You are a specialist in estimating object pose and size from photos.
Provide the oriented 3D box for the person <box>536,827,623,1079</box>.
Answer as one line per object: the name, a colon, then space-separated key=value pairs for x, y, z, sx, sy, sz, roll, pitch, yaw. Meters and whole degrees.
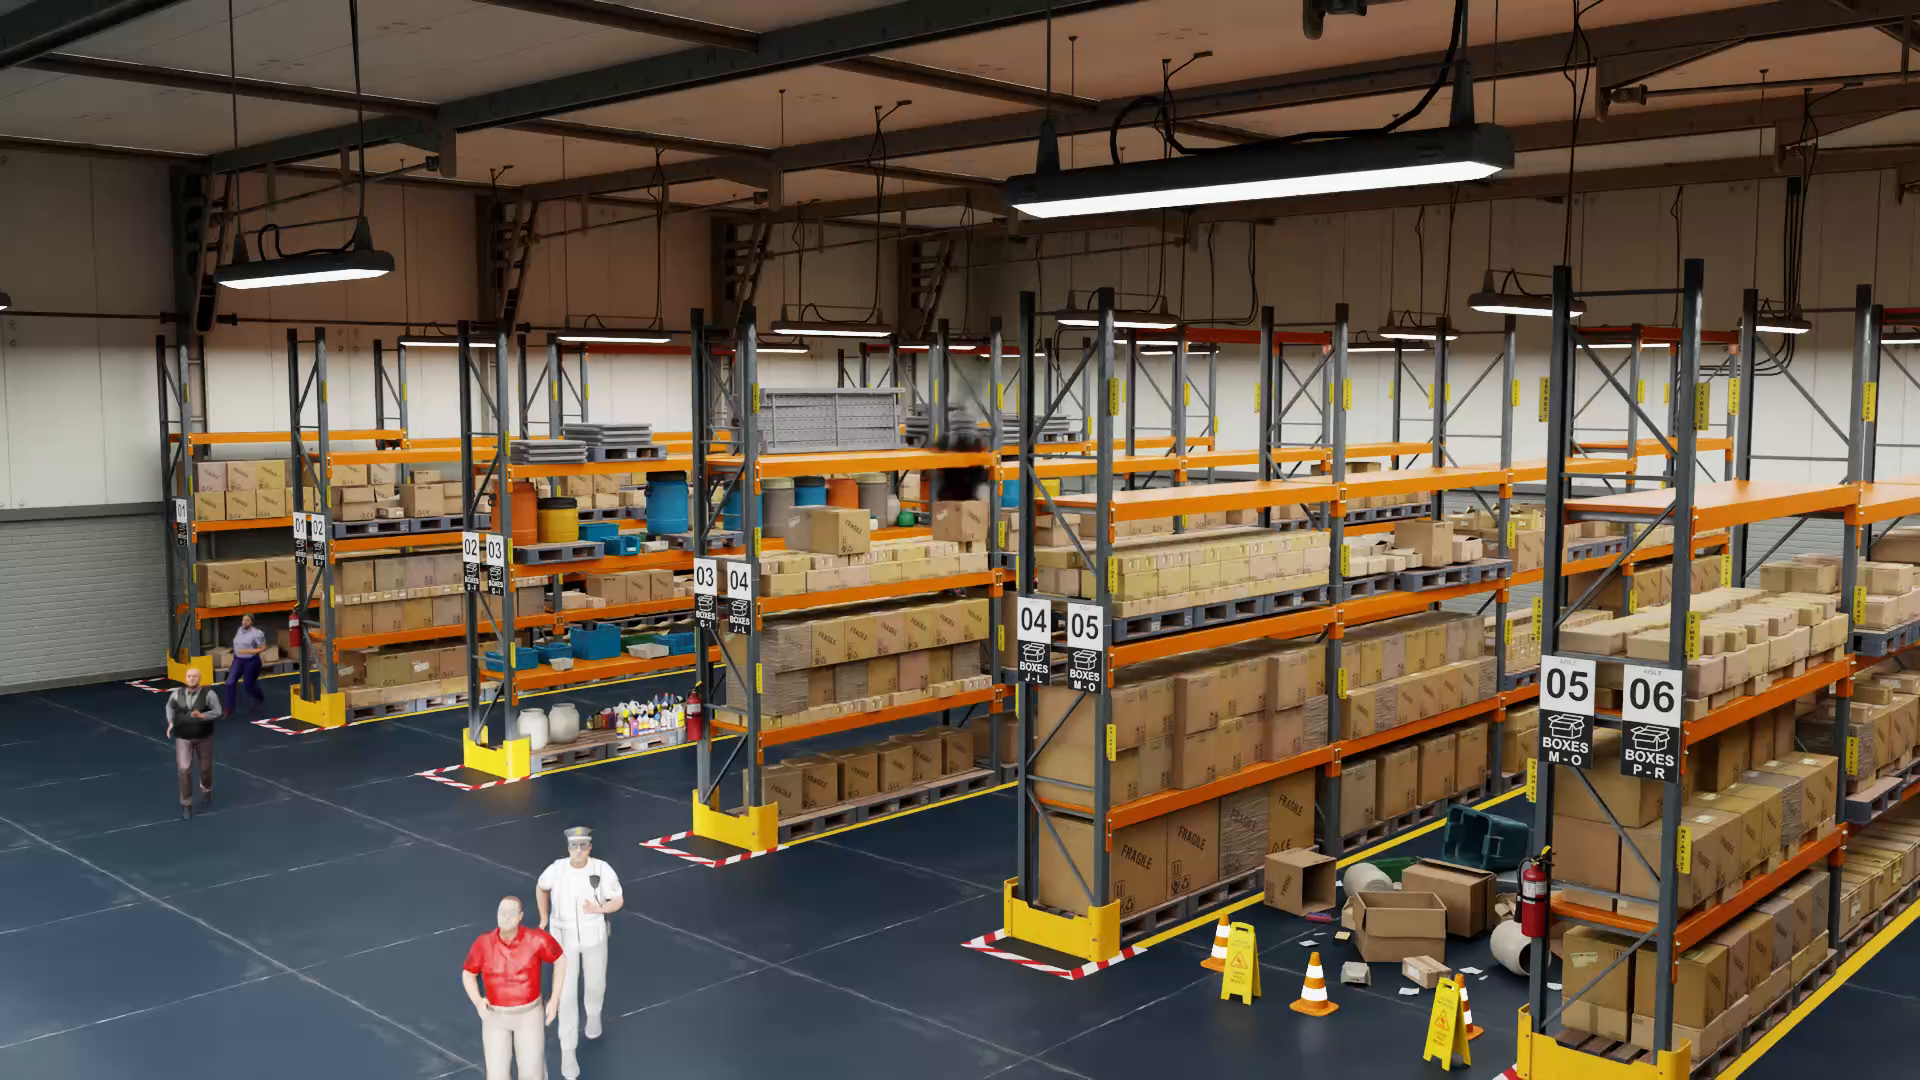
person: x=-2.909 y=3.076 z=12.745 sx=0.651 sy=1.804 sz=0.904 roll=-1 pitch=6 yaw=-13

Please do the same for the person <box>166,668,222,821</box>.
person: x=-9.215 y=2.417 z=20.024 sx=0.635 sy=1.766 sz=0.836 roll=-2 pitch=6 yaw=-21

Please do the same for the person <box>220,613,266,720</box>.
person: x=-11.070 y=1.949 z=25.934 sx=0.636 sy=1.666 sz=0.832 roll=1 pitch=5 yaw=12

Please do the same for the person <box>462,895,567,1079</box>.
person: x=-3.060 y=3.268 z=11.413 sx=0.697 sy=1.693 sz=0.627 roll=-1 pitch=5 yaw=-7
